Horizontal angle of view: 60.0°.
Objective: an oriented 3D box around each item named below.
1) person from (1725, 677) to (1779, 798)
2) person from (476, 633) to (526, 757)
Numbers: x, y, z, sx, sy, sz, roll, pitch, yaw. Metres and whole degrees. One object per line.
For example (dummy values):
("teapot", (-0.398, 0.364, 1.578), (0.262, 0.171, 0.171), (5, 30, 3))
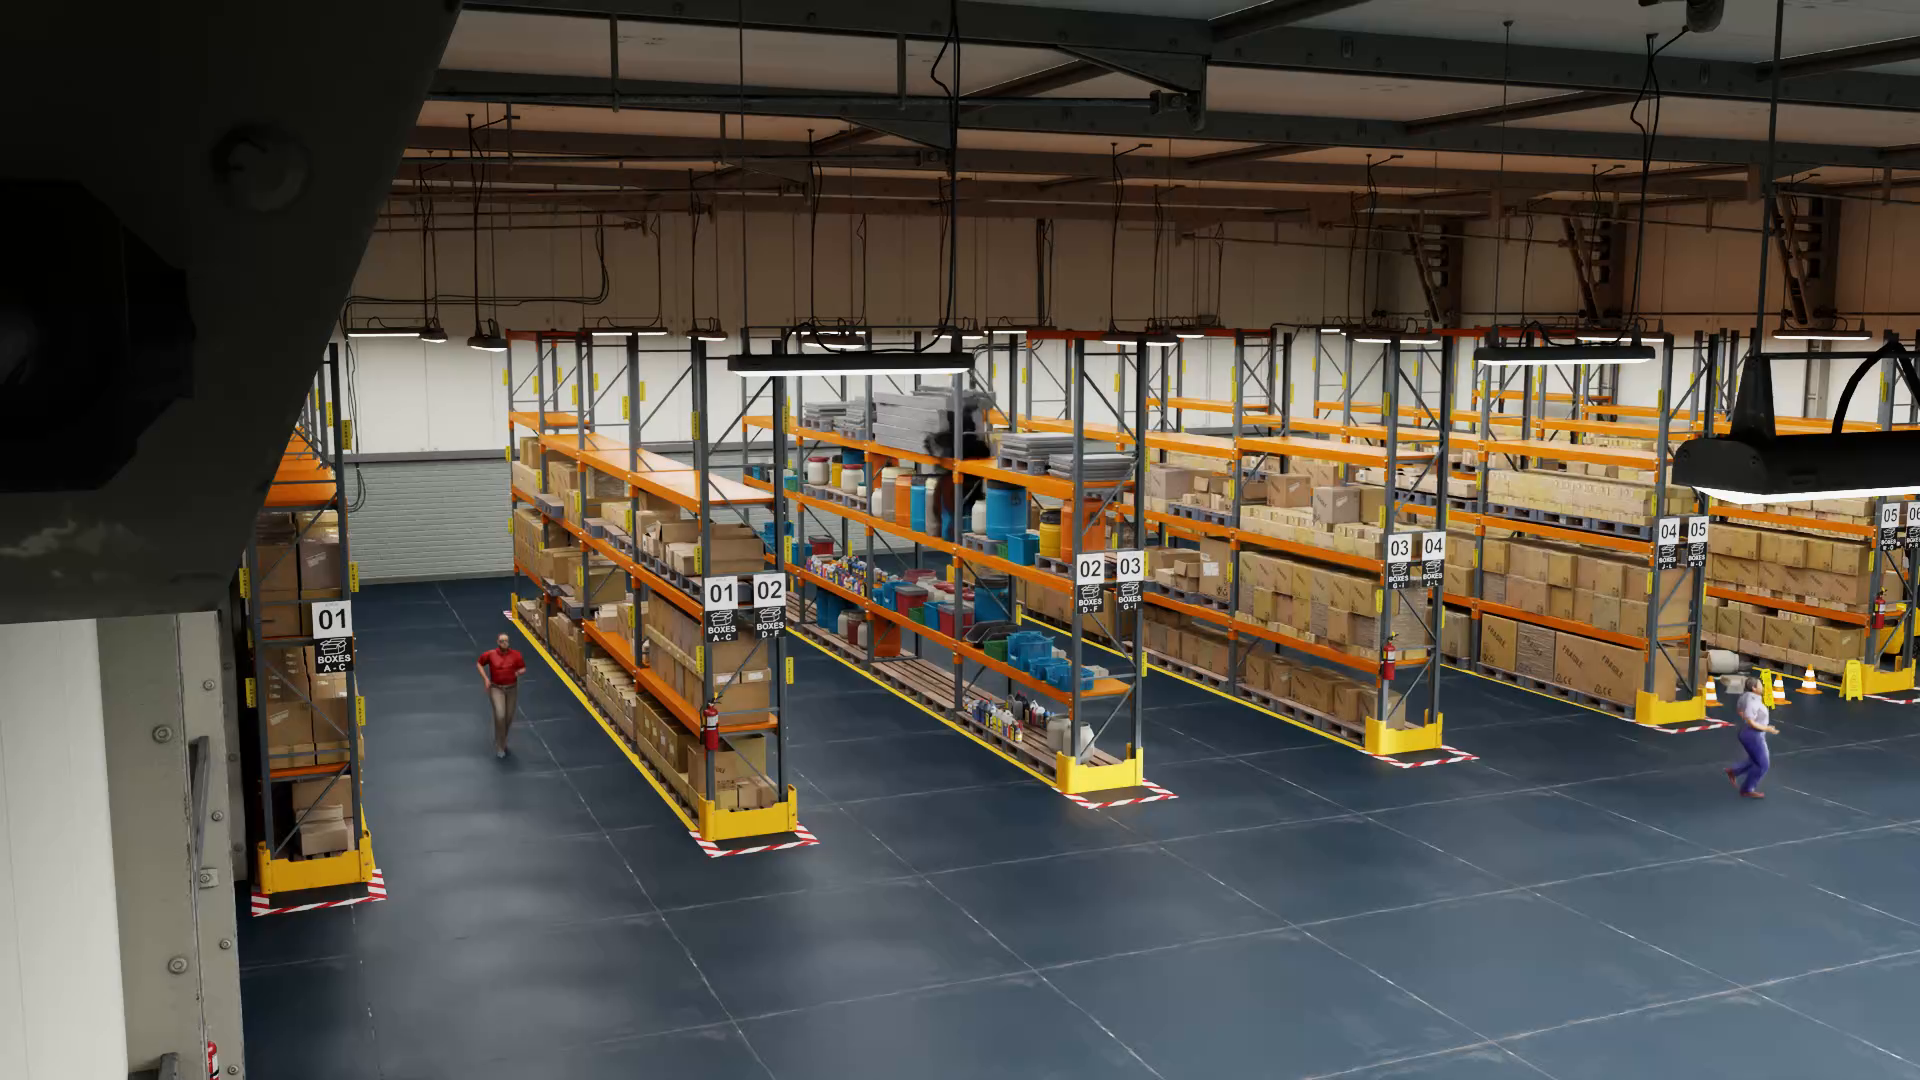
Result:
("person", (10.404, 2.585, 21.835), (0.571, 1.589, 0.603), (2, 8, 17))
("person", (-6.594, 2.233, 24.063), (0.638, 1.799, 0.786), (-5, 9, -32))
